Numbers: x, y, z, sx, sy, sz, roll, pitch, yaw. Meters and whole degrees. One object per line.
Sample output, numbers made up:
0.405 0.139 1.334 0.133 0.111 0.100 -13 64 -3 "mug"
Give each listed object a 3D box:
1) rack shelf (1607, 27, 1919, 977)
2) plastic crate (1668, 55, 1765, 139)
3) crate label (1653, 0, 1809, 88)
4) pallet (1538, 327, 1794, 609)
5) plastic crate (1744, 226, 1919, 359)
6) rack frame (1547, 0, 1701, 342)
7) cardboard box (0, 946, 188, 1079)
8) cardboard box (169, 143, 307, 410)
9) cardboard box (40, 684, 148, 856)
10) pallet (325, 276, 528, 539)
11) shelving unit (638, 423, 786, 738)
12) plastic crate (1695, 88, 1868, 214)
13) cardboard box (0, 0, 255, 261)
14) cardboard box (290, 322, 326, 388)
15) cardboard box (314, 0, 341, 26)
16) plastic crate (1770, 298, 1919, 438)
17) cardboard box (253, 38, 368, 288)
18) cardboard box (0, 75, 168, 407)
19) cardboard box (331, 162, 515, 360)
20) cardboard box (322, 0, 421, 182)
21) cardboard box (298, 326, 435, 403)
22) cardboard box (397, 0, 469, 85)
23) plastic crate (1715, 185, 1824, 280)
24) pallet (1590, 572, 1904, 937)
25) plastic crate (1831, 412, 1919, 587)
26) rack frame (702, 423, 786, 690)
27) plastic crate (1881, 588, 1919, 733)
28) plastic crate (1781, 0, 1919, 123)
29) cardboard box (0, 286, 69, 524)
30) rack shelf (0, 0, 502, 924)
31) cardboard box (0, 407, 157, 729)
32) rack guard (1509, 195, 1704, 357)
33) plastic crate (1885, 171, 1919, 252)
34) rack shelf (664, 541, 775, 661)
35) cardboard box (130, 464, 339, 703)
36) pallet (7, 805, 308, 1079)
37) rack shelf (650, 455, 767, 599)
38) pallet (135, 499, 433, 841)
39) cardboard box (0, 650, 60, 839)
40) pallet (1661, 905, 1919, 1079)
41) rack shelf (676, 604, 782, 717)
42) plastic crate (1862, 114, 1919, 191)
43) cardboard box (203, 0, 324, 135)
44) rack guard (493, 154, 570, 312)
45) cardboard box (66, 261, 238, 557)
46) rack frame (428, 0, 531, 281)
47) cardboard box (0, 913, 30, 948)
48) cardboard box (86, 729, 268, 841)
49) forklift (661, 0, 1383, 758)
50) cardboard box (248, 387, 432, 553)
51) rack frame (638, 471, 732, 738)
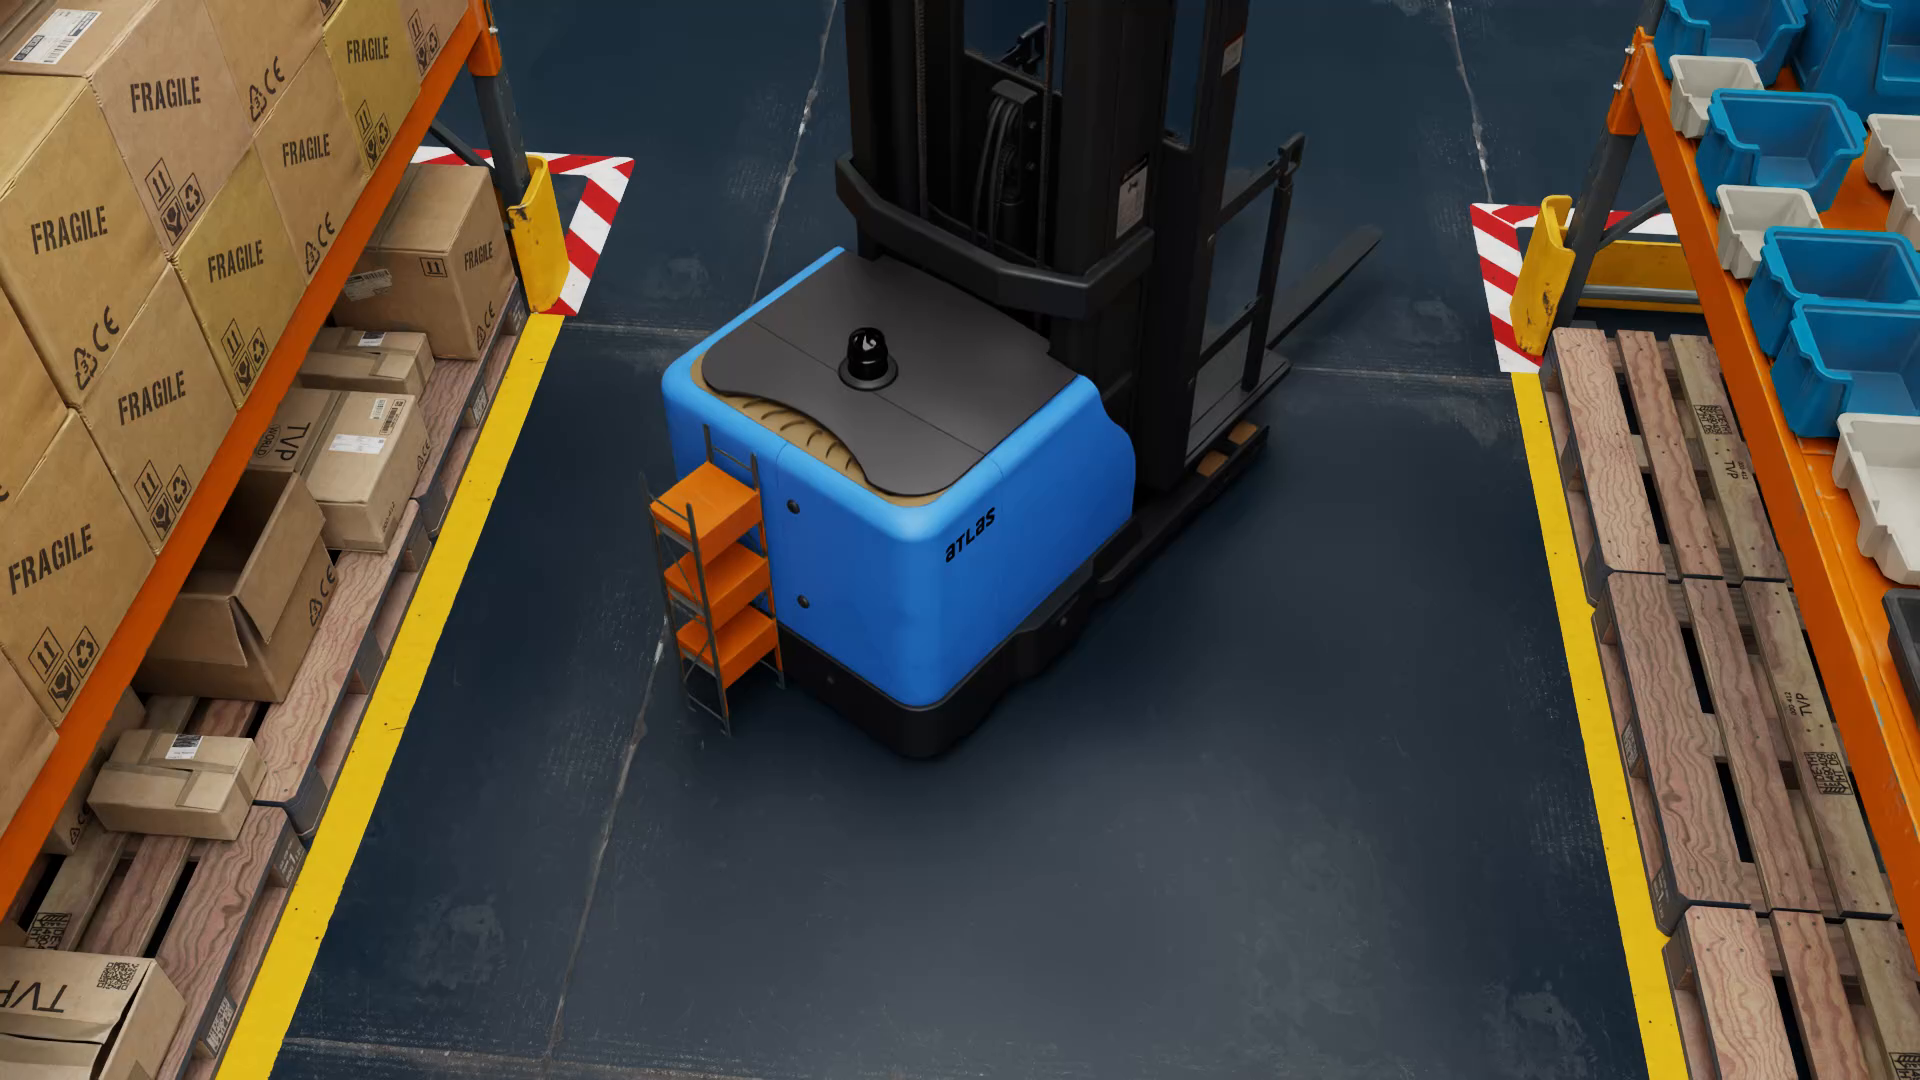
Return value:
2.579 -0.081 4.279 1.077 0.370 4.000 4 48 4 "rack shelf"
2.299 -1.335 5.077 0.250 0.136 0.298 4 48 4 "plastic crate"
2.411 -1.598 5.252 0.416 0.233 0.303 4 48 4 "crate label"
2.647 -0.249 5.835 1.003 0.211 1.213 4 48 4 "pallet"
2.291 -0.630 4.367 0.416 0.233 0.300 4 48 4 "plastic crate"
2.761 -1.794 5.358 1.000 3.000 0.127 4 48 4 "rack frame"
-2.282 1.275 4.075 0.500 0.311 0.500 4 48 4 "cardboard box"
-2.082 -0.698 4.288 0.500 0.500 0.500 3 48 3 "cardboard box"
-2.698 0.580 4.711 0.500 0.311 0.500 4 48 4 "cardboard box"
-2.250 -0.546 6.107 1.003 0.211 1.213 4 48 4 "pallet"
-0.714 0.147 4.904 0.215 1.050 0.252 31 55 25 "shelving unit"
2.351 -1.114 4.809 0.416 0.233 0.300 4 48 4 "plastic crate"
-2.073 -1.025 3.909 0.500 0.500 0.500 5 48 5 "cardboard box"
-2.549 -0.602 5.833 0.500 0.250 0.500 4 48 4 "cardboard box"
-1.983 -1.784 4.603 0.500 0.500 0.500 5 48 5 "cardboard box"
2.263 -0.410 4.165 0.416 0.233 0.300 4 48 4 "plastic crate"
-2.036 -1.068 4.626 0.500 0.500 0.500 4 48 4 "cardboard box"
-2.119 -0.645 3.562 0.500 0.500 0.500 3 48 2 "cardboard box"
-1.976 -1.018 6.044 0.500 0.500 0.500 4 48 4 "cardboard box"
-1.985 -1.434 4.961 0.500 0.500 0.500 4 48 4 "cardboard box"
-2.102 -0.614 5.901 0.380 0.166 0.250 4 48 4 "cardboard box"
-1.941 -1.816 5.310 0.500 0.500 0.500 5 48 5 "cardboard box"
2.237 -0.837 4.621 0.250 0.136 0.298 4 48 4 "plastic crate"
2.533 0.645 5.017 1.003 0.211 1.213 4 48 4 "pallet"
2.256 -0.085 3.933 0.293 0.136 0.466 4 48 4 "plastic crate"
-0.636 0.077 4.968 0.200 1.050 0.008 31 55 25 "rack frame"
2.231 0.378 3.517 0.437 0.125 0.590 4 48 4 "plastic crate"
2.916 -1.567 5.086 0.616 0.435 0.499 4 48 4 "plastic crate"
-2.166 -0.268 3.217 0.500 0.500 0.500 3 48 2 "cardboard box"
-2.354 -0.417 4.586 1.077 0.370 4.000 4 48 4 "rack shelf"
-2.175 0.043 3.610 0.500 0.500 0.500 5 48 4 "cardboard box"
2.750 -0.968 6.297 1.175 0.500 0.348 4 48 4 "rack guard"
2.826 -0.901 4.680 0.396 0.136 0.243 4 48 4 "plastic crate"
-0.714 0.154 4.912 0.215 0.259 0.240 31 55 25 "rack shelf"
-2.370 0.123 4.998 0.797 0.503 0.637 4 48 4 "cardboard box"
-2.472 1.246 4.467 1.003 0.211 1.213 4 48 4 "pallet"
-0.714 -0.038 4.703 0.215 0.259 0.240 31 55 25 "rack shelf"
-2.364 0.348 5.289 1.003 0.211 1.213 4 48 4 "pallet"
-2.218 0.420 3.265 0.500 0.500 0.500 5 48 5 "cardboard box"
2.425 1.544 4.195 1.003 0.211 1.213 4 48 4 "pallet"
-0.714 0.342 5.117 0.215 0.259 0.240 31 55 25 "rack shelf"
2.867 -1.113 4.874 0.396 0.136 0.243 4 48 4 "plastic crate"
-2.026 -1.402 4.255 0.500 0.500 0.500 5 48 5 "cardboard box"
-2.178 -1.230 6.536 1.175 0.500 0.348 4 48 4 "rack guard"
-2.127 -0.324 3.946 0.500 0.500 0.500 4 48 3 "cardboard box"
-2.172 -2.129 5.665 1.000 3.000 0.127 4 48 4 "rack frame"
-2.767 1.067 4.137 0.500 0.500 0.500 4 48 4 "cardboard box"
-2.213 0.687 4.710 0.380 0.166 0.250 4 48 4 "cardboard box"
0.451 -1.355 5.003 1.130 2.935 3.031 31 55 25 "forklift"
-2.092 -0.238 5.500 0.500 0.250 0.500 4 48 4 "cardboard box"
-0.791 0.216 4.841 0.200 1.050 0.008 31 55 25 "rack frame"
